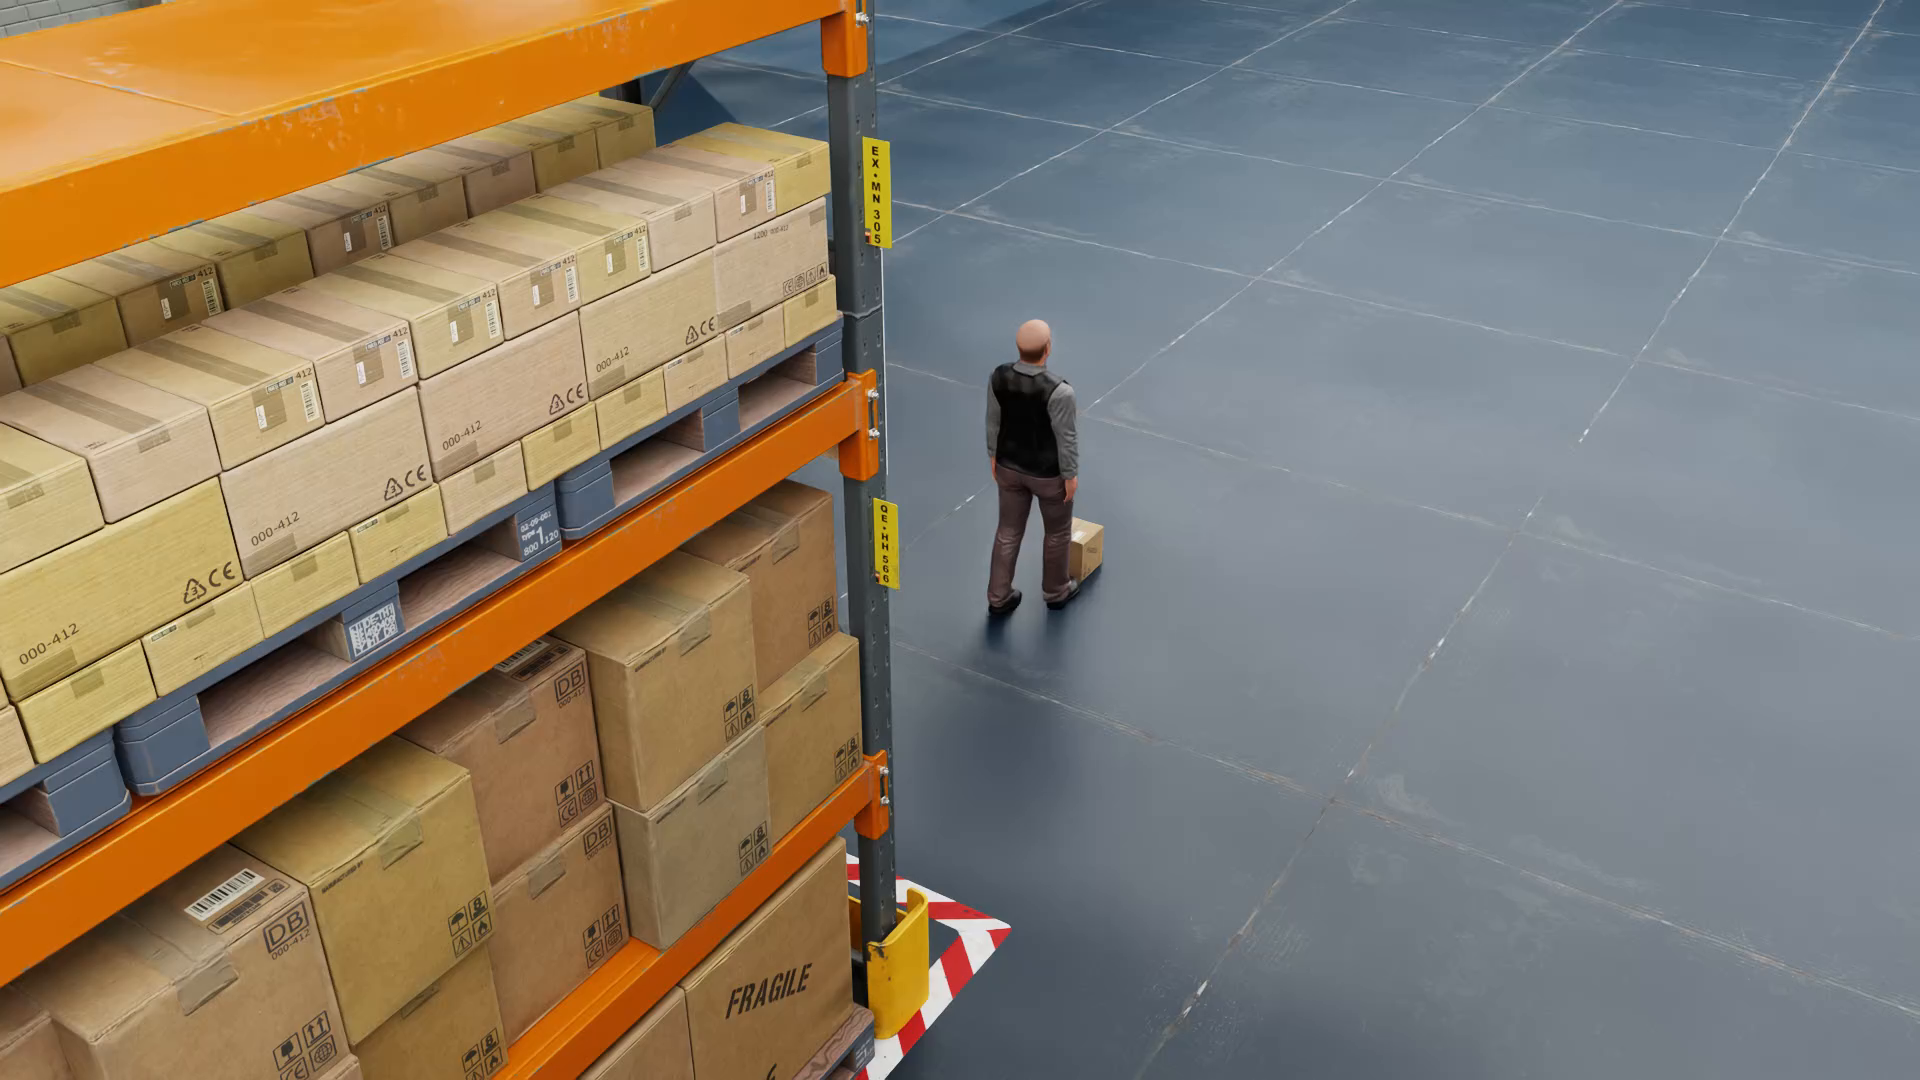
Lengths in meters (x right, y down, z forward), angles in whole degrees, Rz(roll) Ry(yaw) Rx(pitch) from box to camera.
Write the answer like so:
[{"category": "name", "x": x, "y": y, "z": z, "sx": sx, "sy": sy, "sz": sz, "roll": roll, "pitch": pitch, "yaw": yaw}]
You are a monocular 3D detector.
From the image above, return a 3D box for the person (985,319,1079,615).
[{"category": "person", "x": 0.410, "y": -0.387, "z": 8.890, "sx": 0.544, "sy": 1.731, "sz": 0.567, "roll": 18, "pitch": 35, "yaw": 28}]
